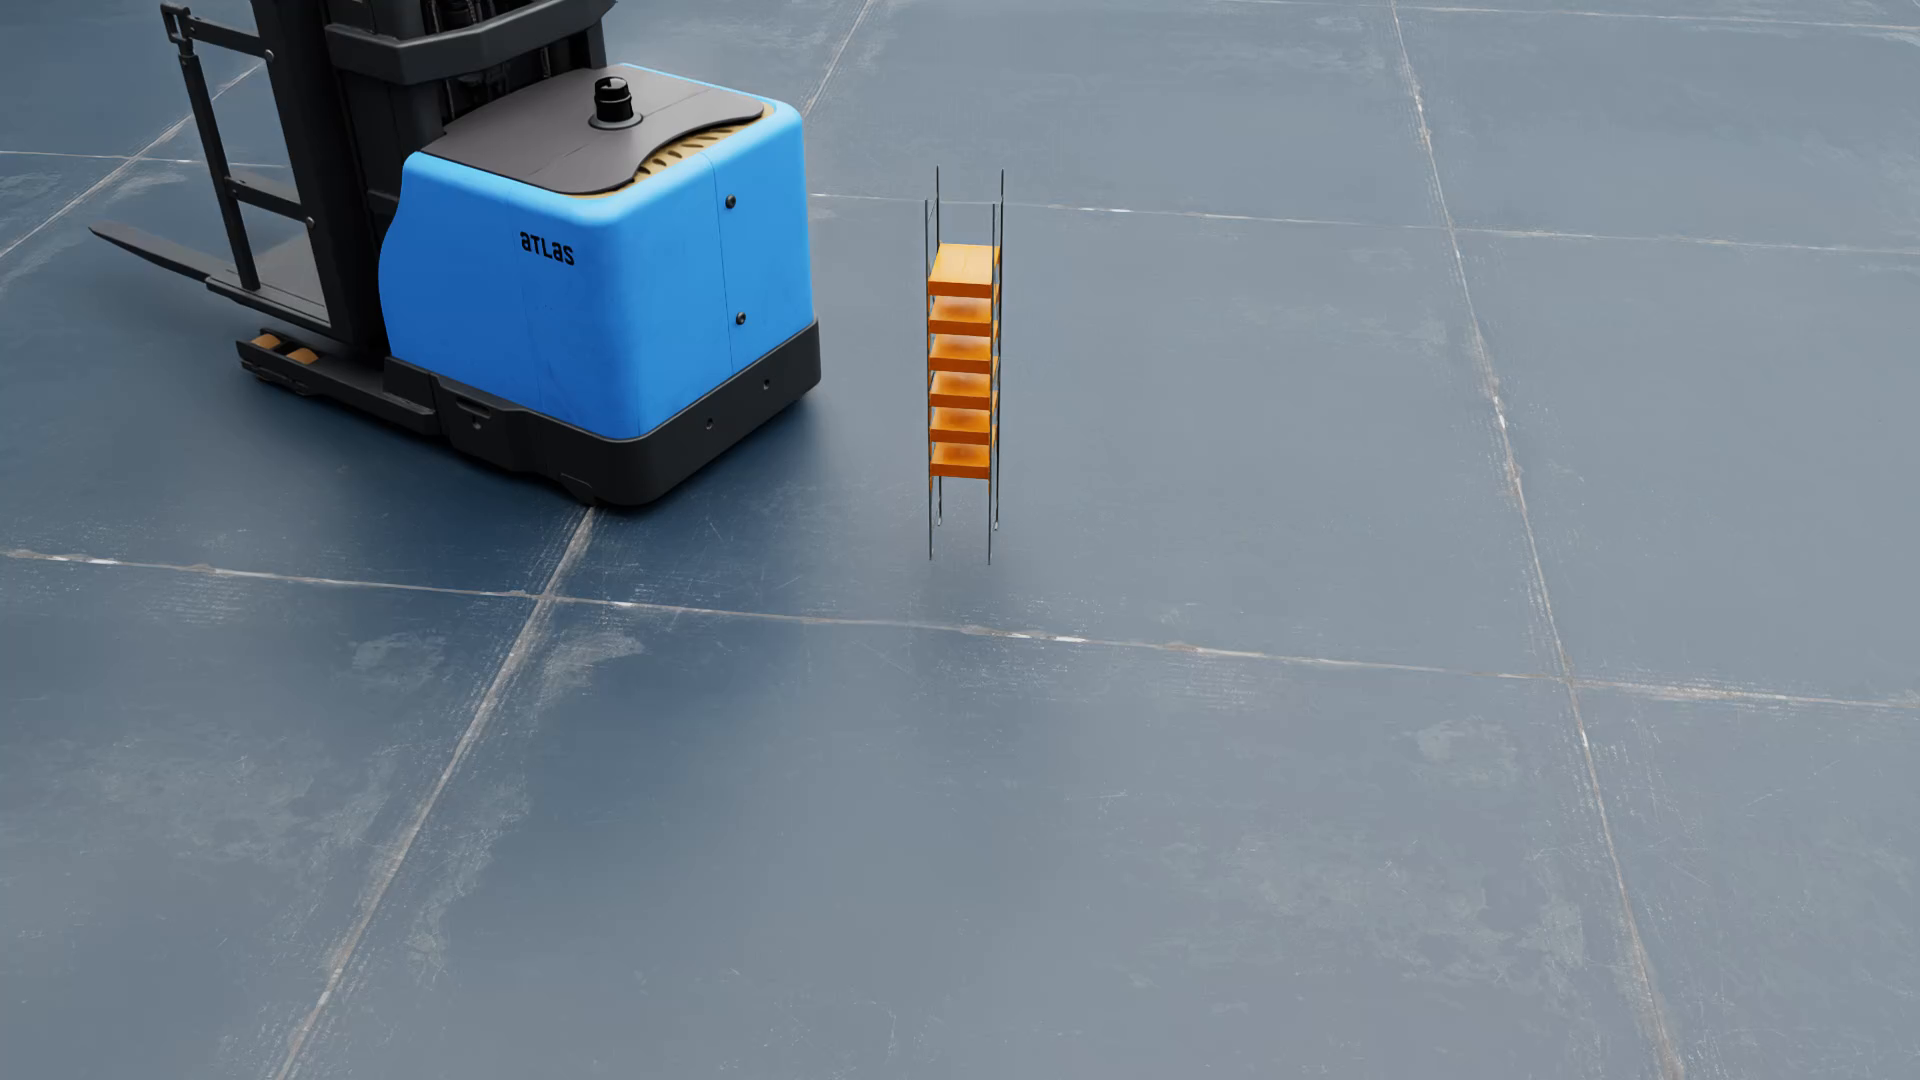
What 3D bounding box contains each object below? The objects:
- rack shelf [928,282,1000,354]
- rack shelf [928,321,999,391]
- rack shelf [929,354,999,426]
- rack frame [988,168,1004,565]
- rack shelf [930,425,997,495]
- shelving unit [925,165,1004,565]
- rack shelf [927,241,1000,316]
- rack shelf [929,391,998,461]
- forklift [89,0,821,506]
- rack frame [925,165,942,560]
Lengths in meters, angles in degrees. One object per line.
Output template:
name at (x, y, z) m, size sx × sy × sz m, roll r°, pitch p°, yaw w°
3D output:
rack shelf at (0.014, -0.646, 4.786) m, size 0.180 × 0.103 × 0.258 m, roll 4°, pitch 36°, yaw 6°
rack shelf at (0.014, -0.549, 4.856) m, size 0.180 × 0.103 × 0.258 m, roll 4°, pitch 36°, yaw 6°
rack shelf at (0.014, -0.451, 4.926) m, size 0.180 × 0.103 × 0.258 m, roll 4°, pitch 36°, yaw 6°
rack frame at (0.105, -0.481, 4.890) m, size 0.006 × 1.200 × 0.240 m, roll 4°, pitch 36°, yaw 6°
rack shelf at (0.014, -0.256, 5.065) m, size 0.180 × 0.103 × 0.258 m, roll 4°, pitch 36°, yaw 6°
shelving unit at (0.014, -0.487, 4.900) m, size 0.189 × 1.200 × 0.258 m, roll 4°, pitch 36°, yaw 6°
rack shelf at (0.014, -0.744, 4.717) m, size 0.180 × 0.103 × 0.258 m, roll 4°, pitch 36°, yaw 6°
rack shelf at (0.014, -0.353, 4.995) m, size 0.180 × 0.103 × 0.258 m, roll 4°, pitch 36°, yaw 6°
forklift at (-2.013, -1.949, 5.458) m, size 3.031 × 2.935 × 1.130 m, roll 20°, pitch 40°, yaw 26°
rack frame at (-0.076, -0.494, 4.909) m, size 0.006 × 1.200 × 0.240 m, roll 4°, pitch 36°, yaw 6°
